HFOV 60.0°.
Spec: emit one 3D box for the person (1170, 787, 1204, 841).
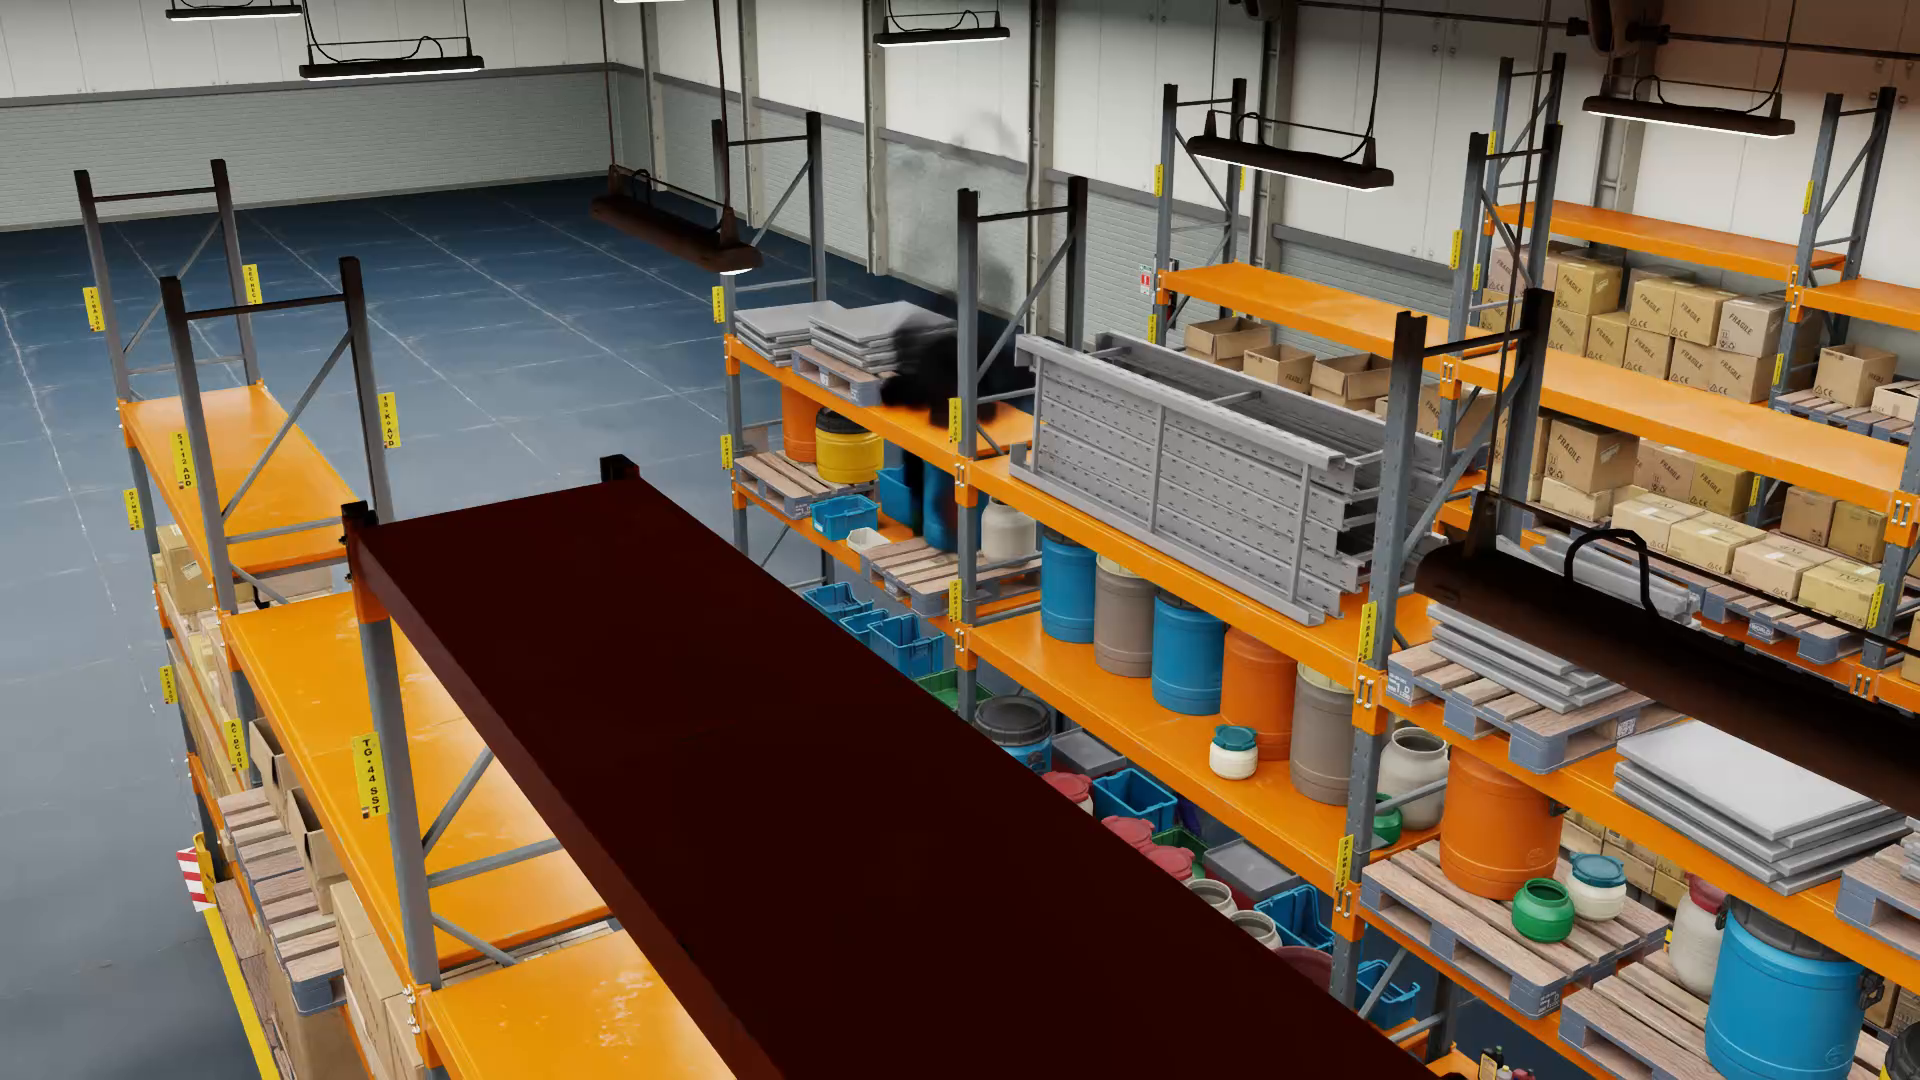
[{"bbox_3d":[1.873,1.792,13.945,0.599,1.702,0.799,-10,24,-23],"label":"person"}]
